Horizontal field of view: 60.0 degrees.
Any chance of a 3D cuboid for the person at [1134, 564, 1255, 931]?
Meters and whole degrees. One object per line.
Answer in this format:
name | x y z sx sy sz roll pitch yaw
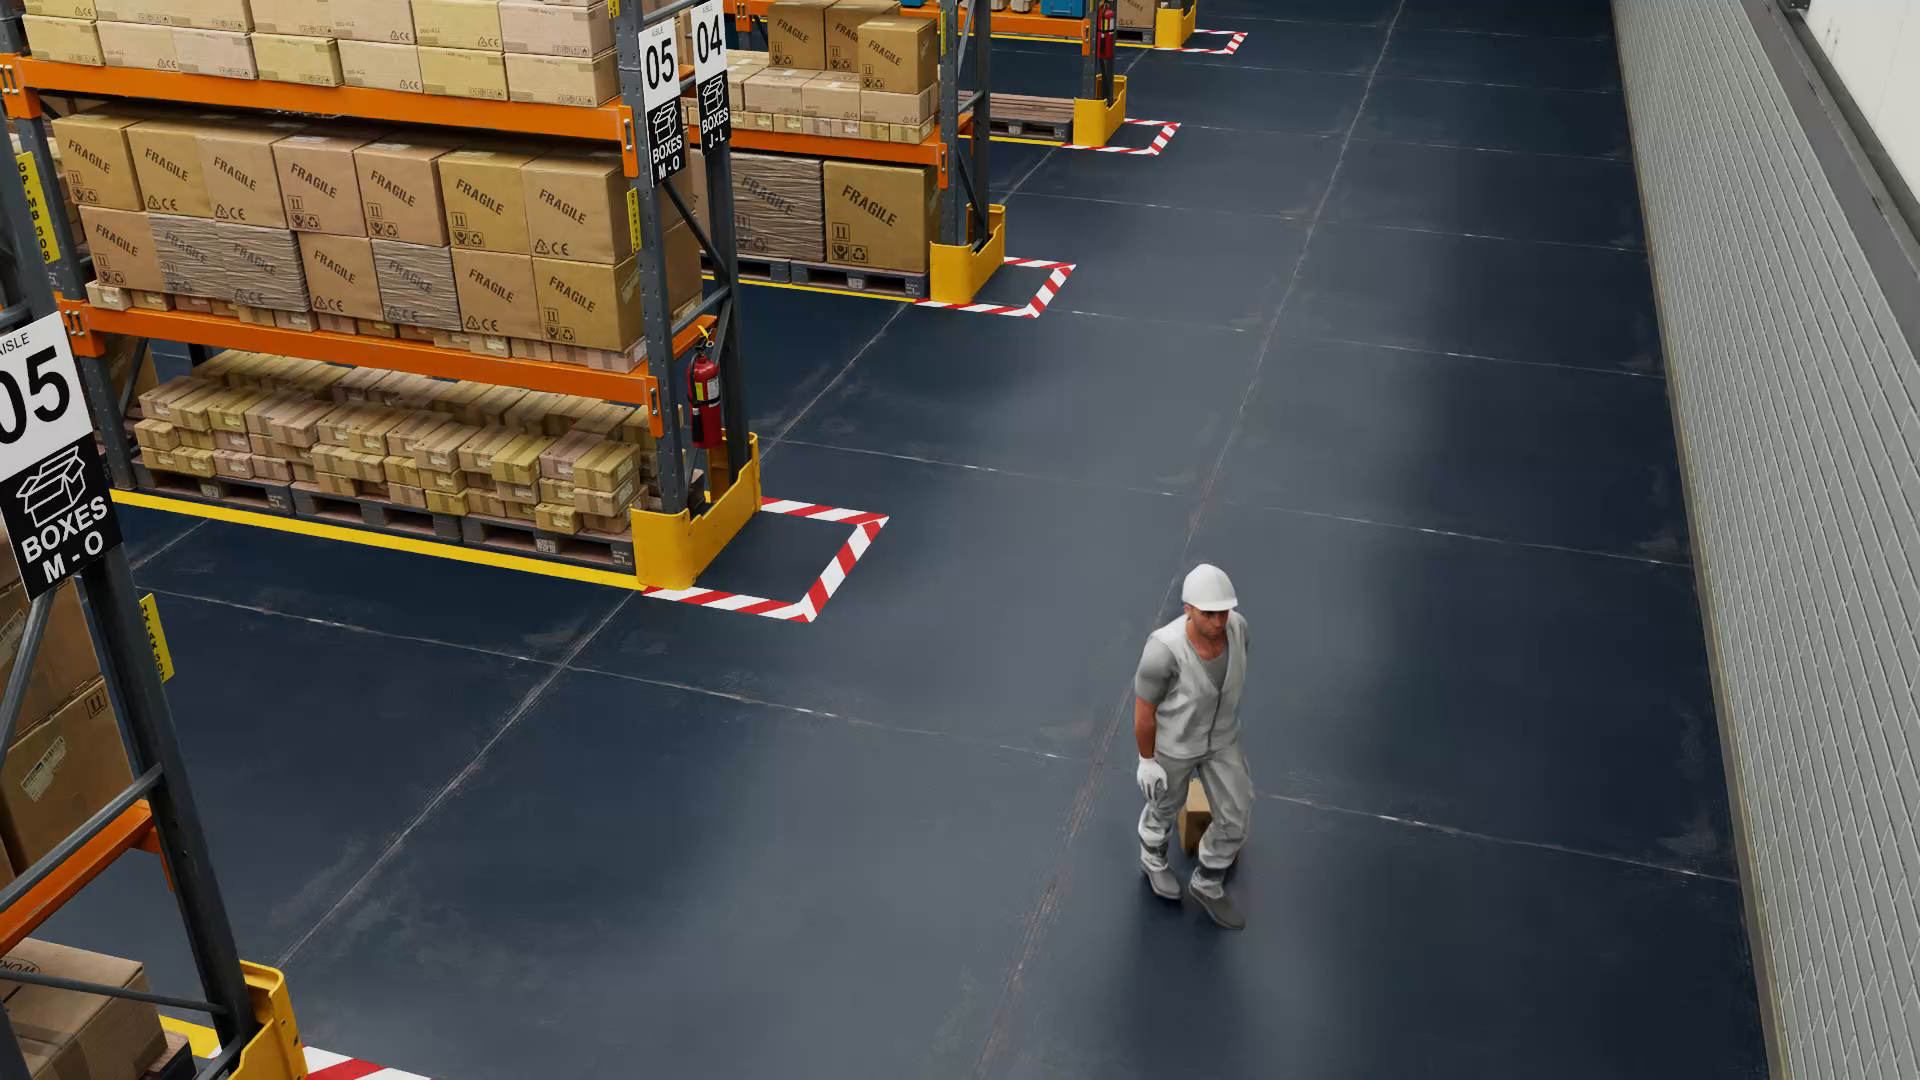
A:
person | 0.957 0.841 6.961 0.578 1.795 0.551 -11 31 -18
